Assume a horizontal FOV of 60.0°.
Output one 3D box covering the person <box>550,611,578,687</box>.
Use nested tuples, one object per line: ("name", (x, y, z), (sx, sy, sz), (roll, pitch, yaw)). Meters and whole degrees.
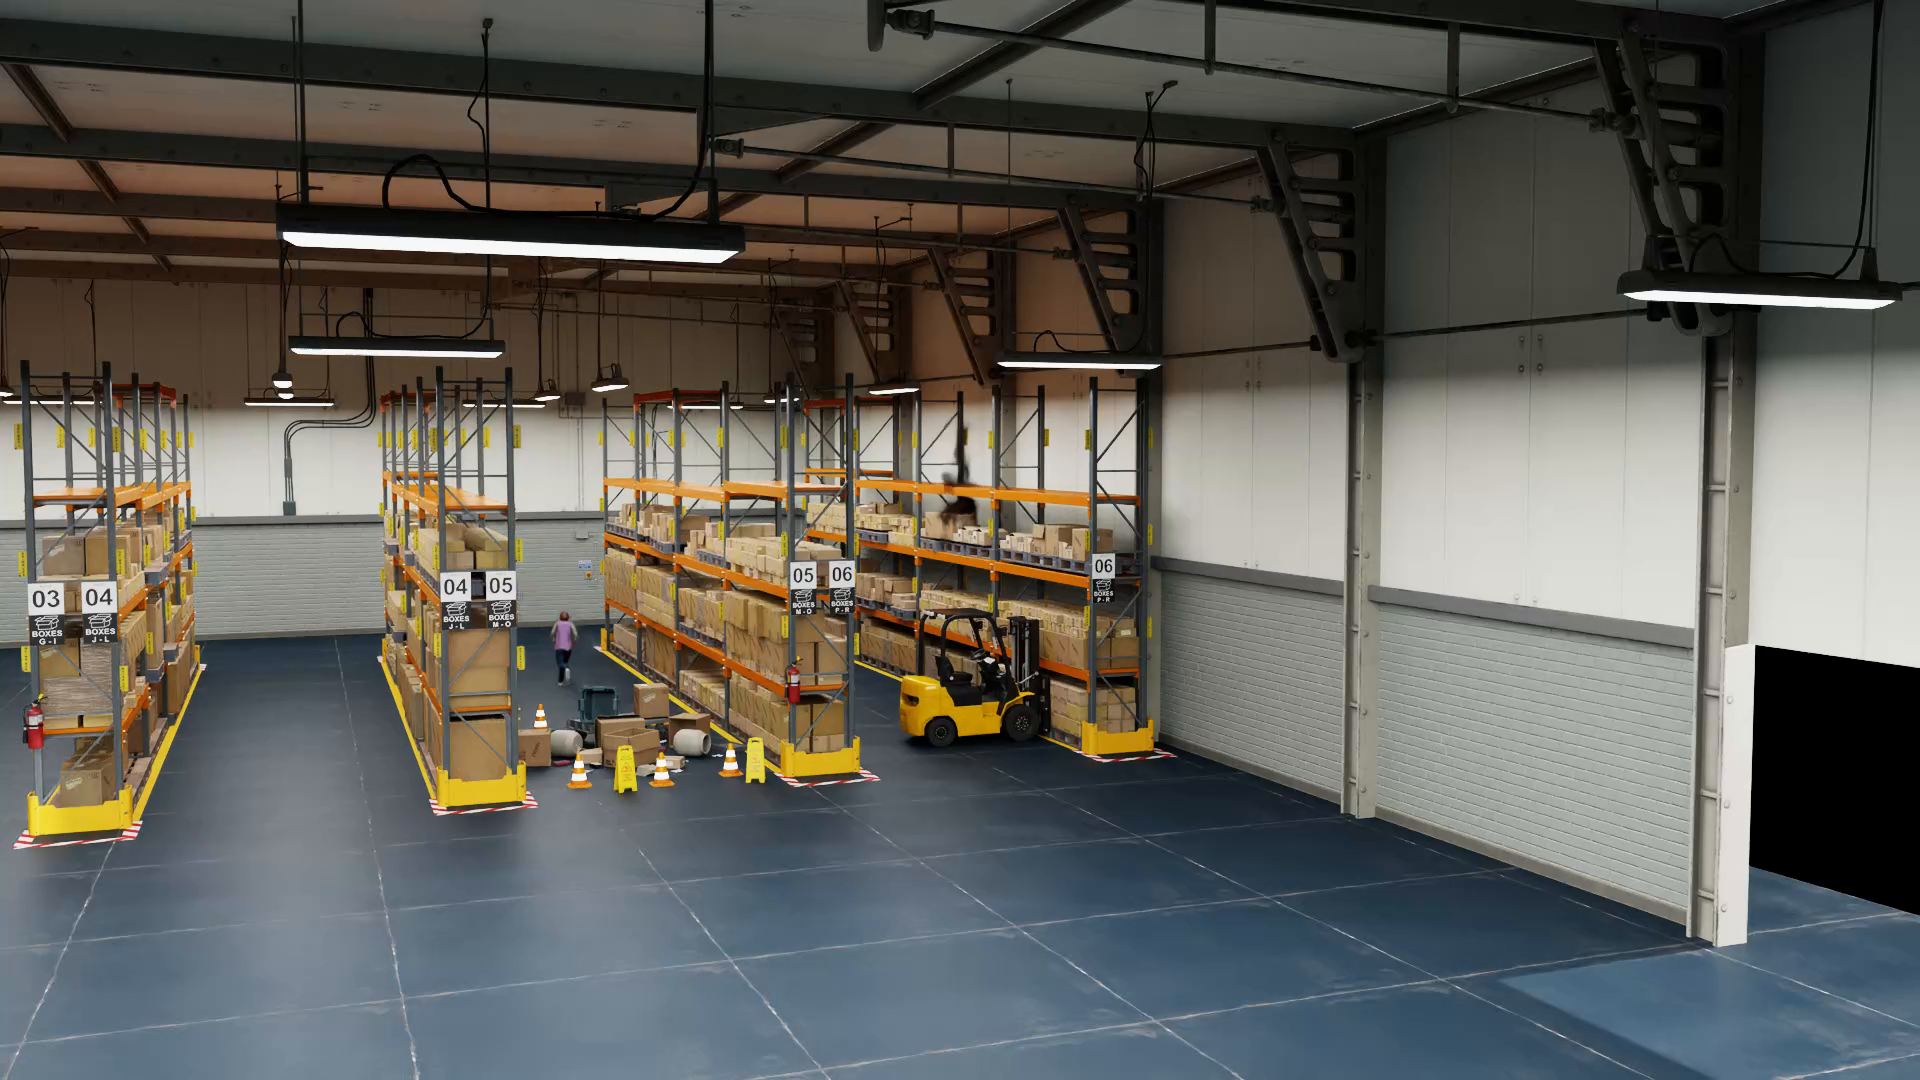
("person", (-7.959, 2.242, 33.506), (0.542, 1.554, 0.852), (-2, 4, -25))
